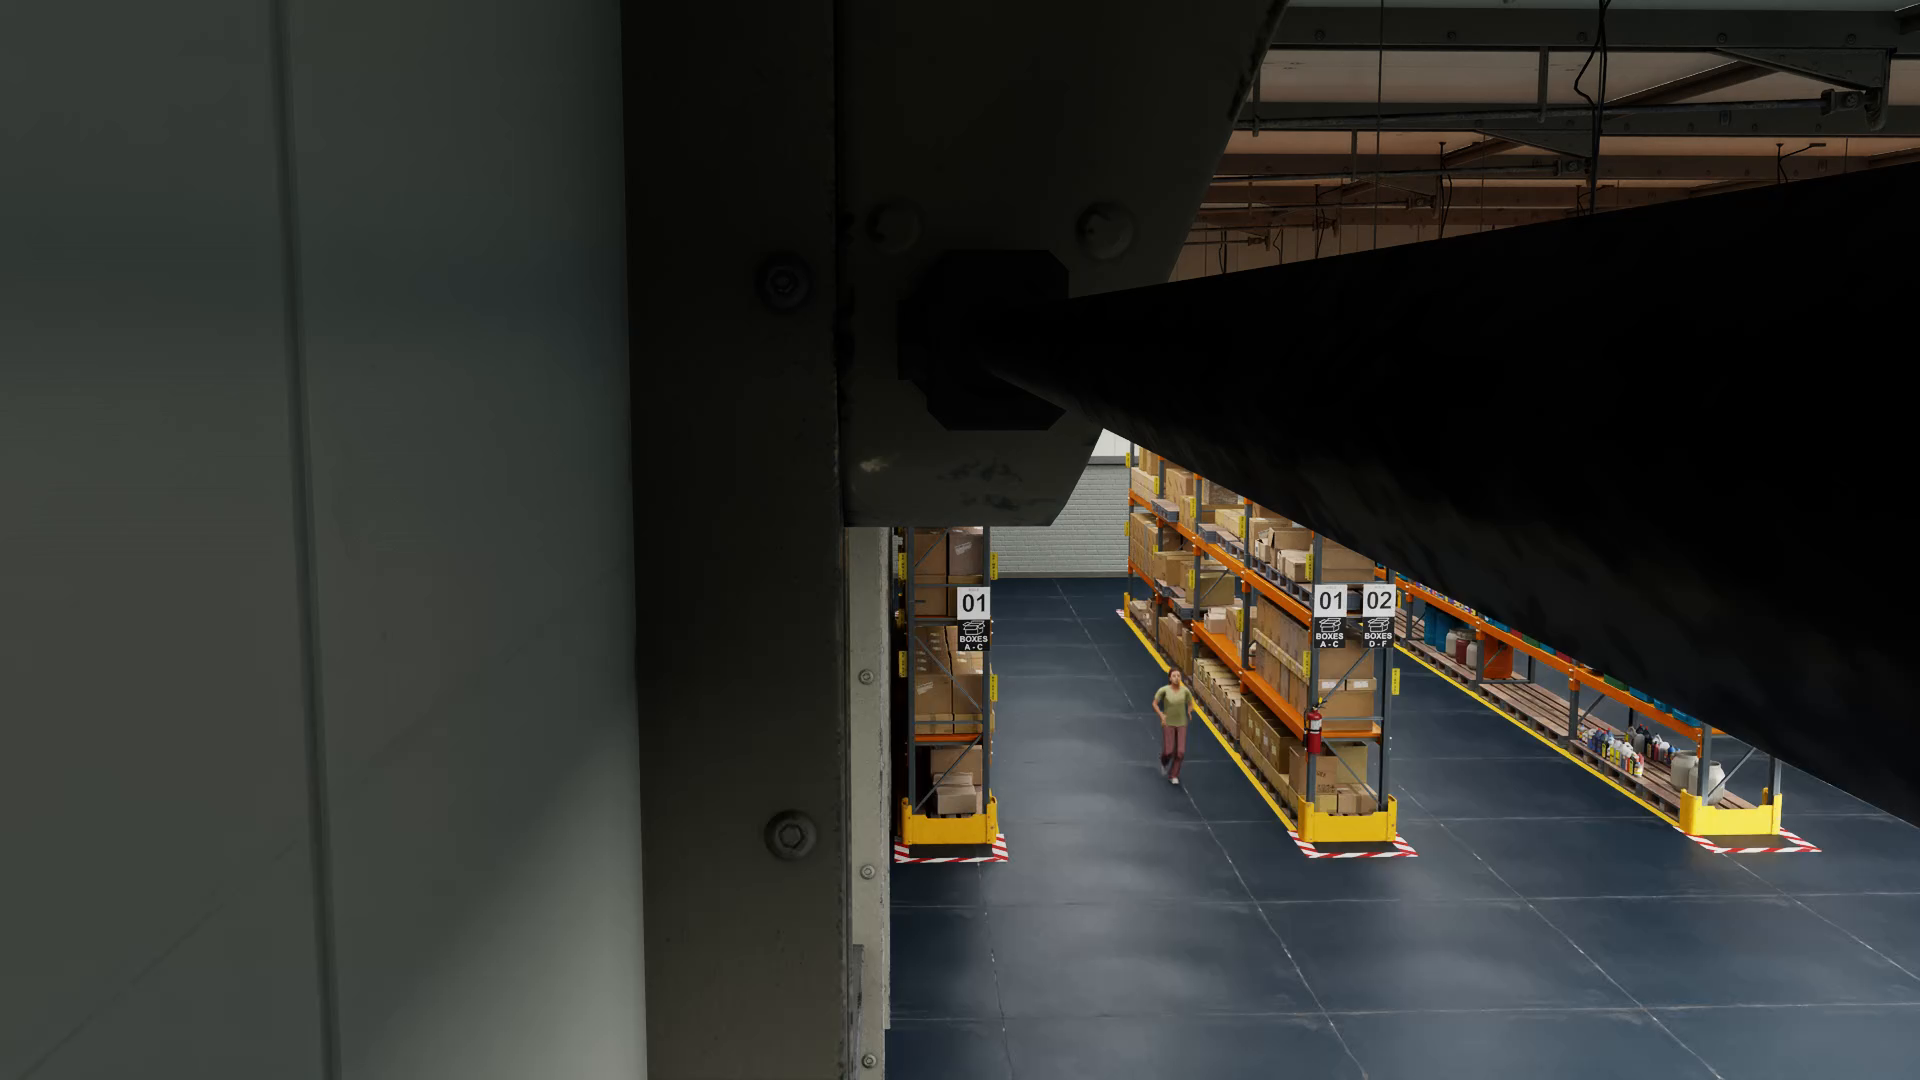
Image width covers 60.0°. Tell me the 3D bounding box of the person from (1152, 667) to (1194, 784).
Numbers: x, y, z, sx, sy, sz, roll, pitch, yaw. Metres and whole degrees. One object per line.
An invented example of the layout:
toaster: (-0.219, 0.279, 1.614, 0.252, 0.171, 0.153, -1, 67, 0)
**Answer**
person: (2.981, 2.573, 23.094, 0.576, 1.622, 0.559, -1, 7, -6)
